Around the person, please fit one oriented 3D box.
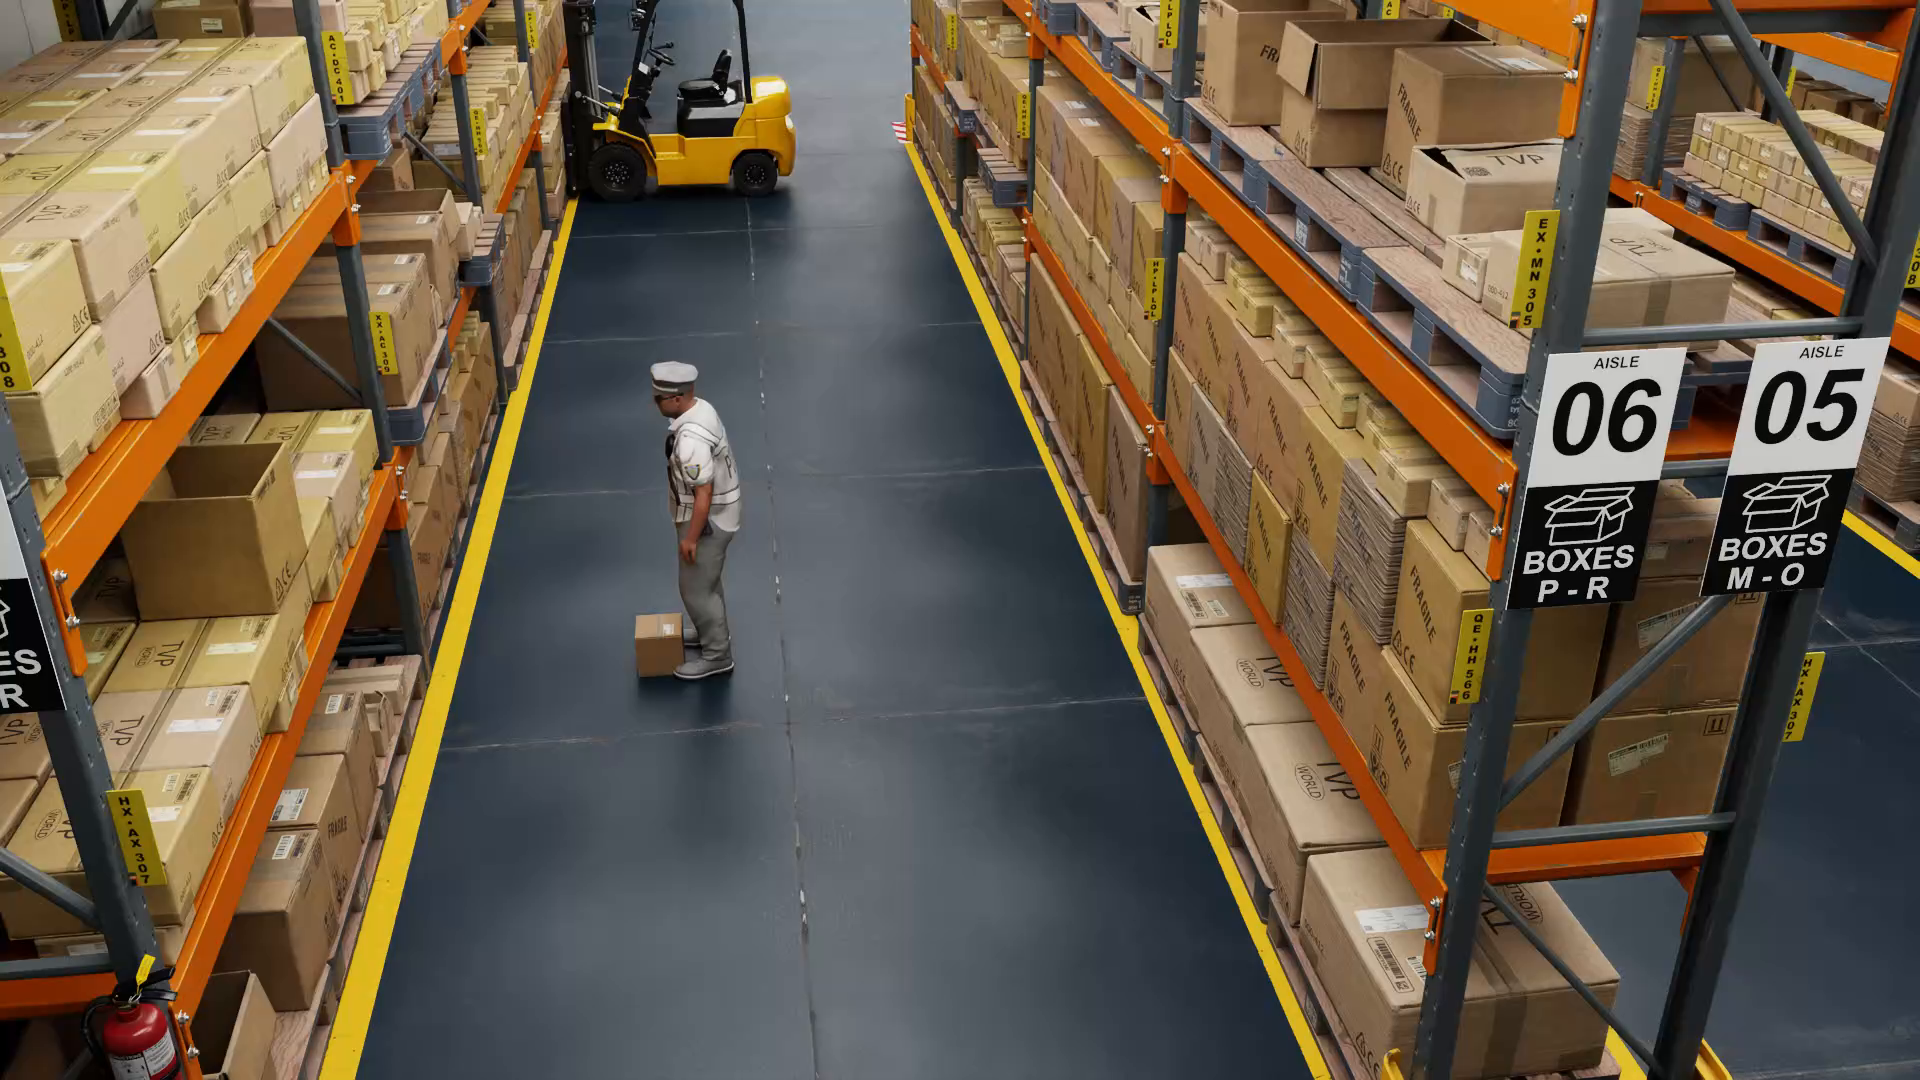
[{"bbox_3d":[-1.377,-0.114,8.835,0.436,1.746,0.587,-3,27,-7],"label":"person"}]
